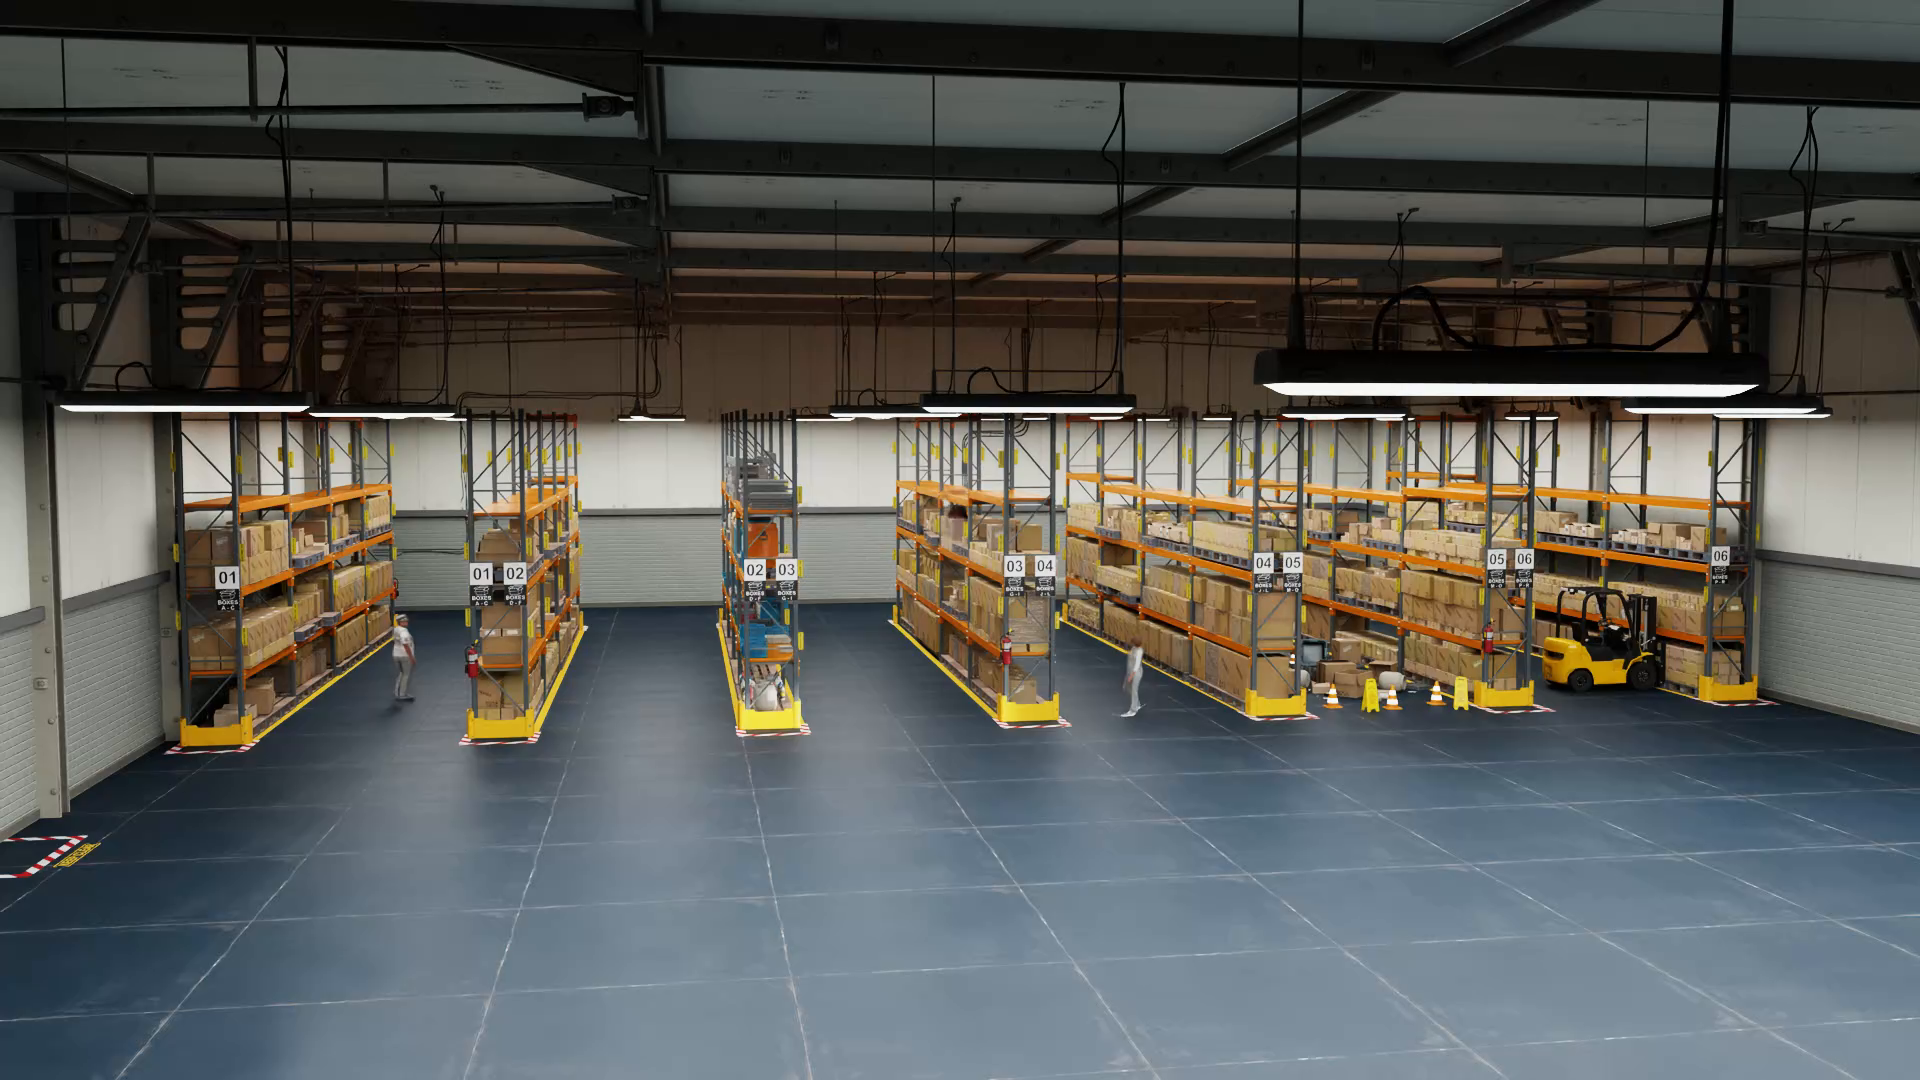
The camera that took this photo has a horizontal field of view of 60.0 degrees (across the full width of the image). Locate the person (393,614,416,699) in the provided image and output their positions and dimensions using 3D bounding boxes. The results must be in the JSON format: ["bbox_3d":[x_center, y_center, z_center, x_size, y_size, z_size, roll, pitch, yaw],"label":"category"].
[{"bbox_3d":[-11.538,2.430,34.556,0.562,1.805,0.480,2,4,25],"label":"person"}]

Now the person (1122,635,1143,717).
[{"bbox_3d":[3.368,2.662,32.603,0.462,1.587,0.488,-2,4,-21],"label":"person"}]
